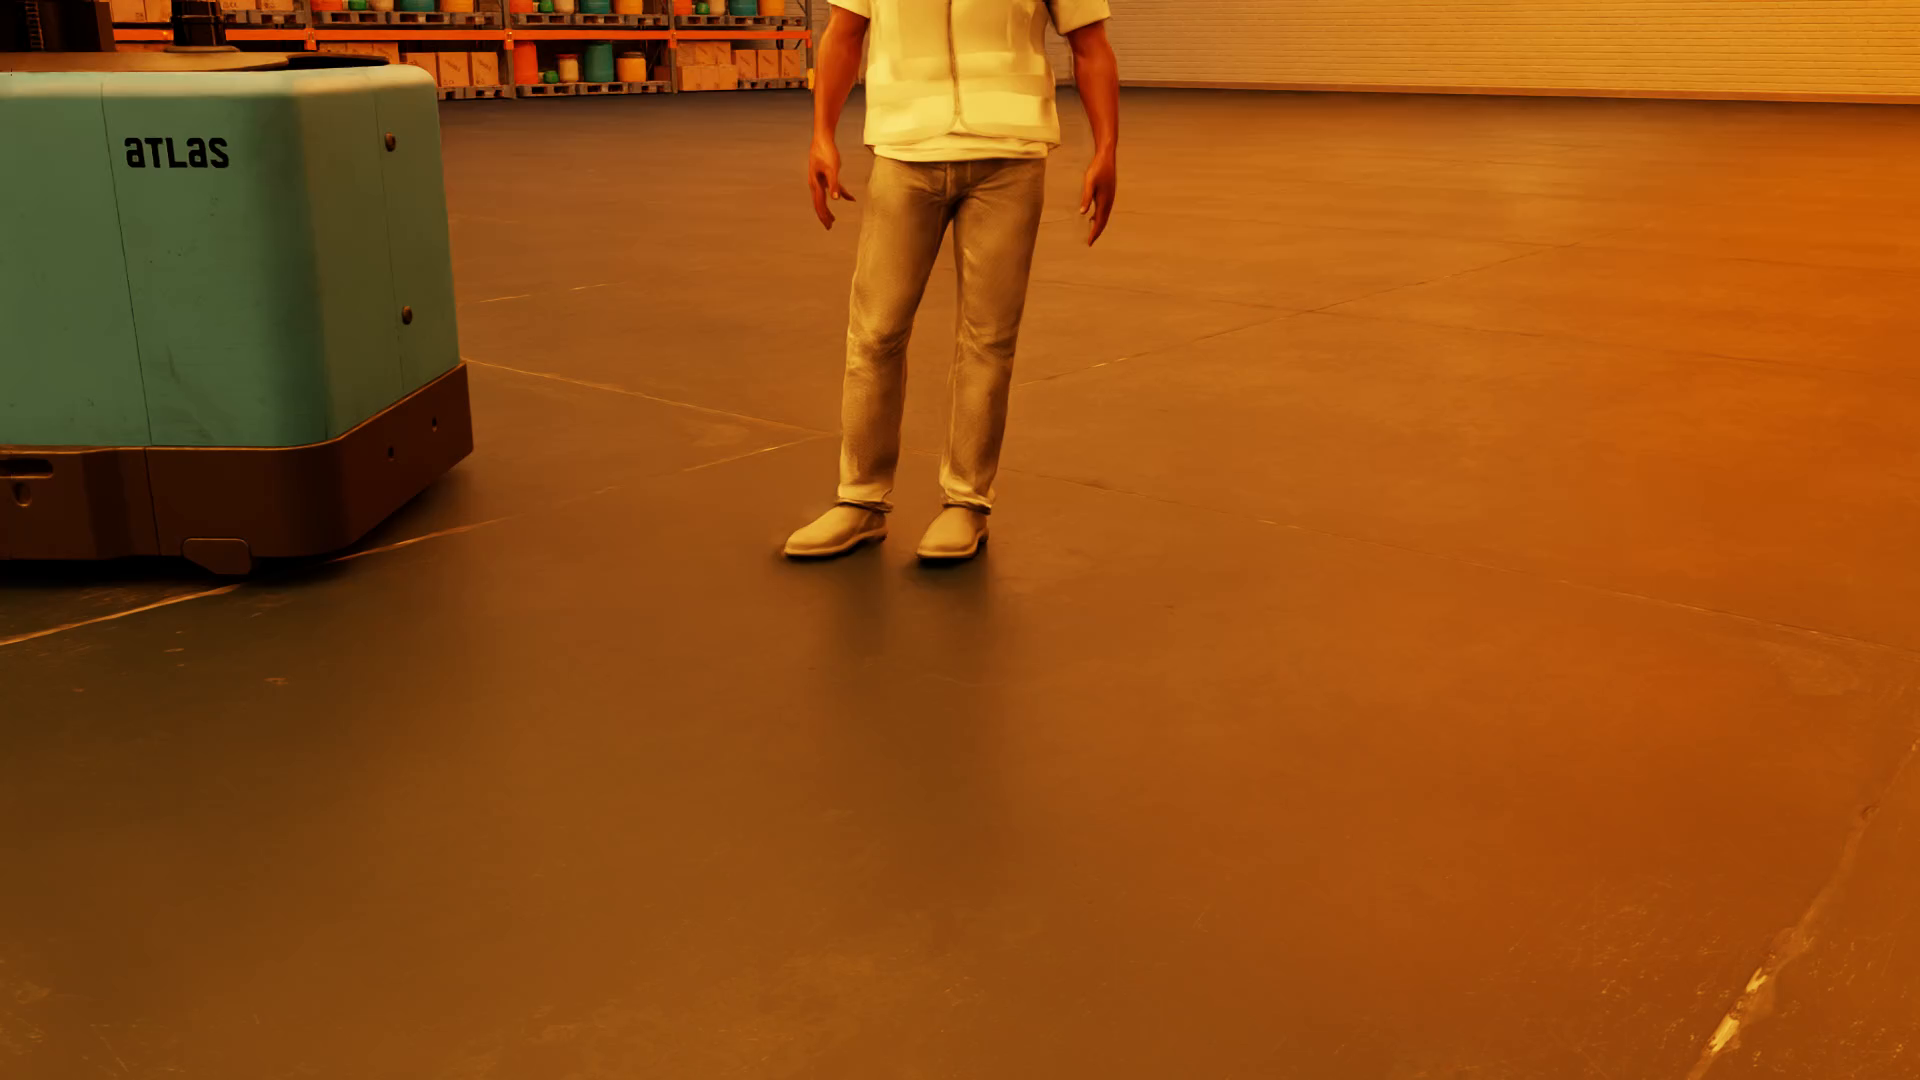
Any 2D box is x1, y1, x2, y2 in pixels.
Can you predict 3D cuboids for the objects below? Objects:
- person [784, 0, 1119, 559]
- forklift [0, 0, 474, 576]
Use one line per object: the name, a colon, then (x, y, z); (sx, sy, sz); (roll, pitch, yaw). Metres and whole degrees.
person: (-0.027, -0.837, 3.659); (0.749, 1.769, 0.425); (0, 17, 0)
forklift: (-2.839, -1.461, 3.709); (3.031, 2.935, 1.130); (1, 17, 2)
